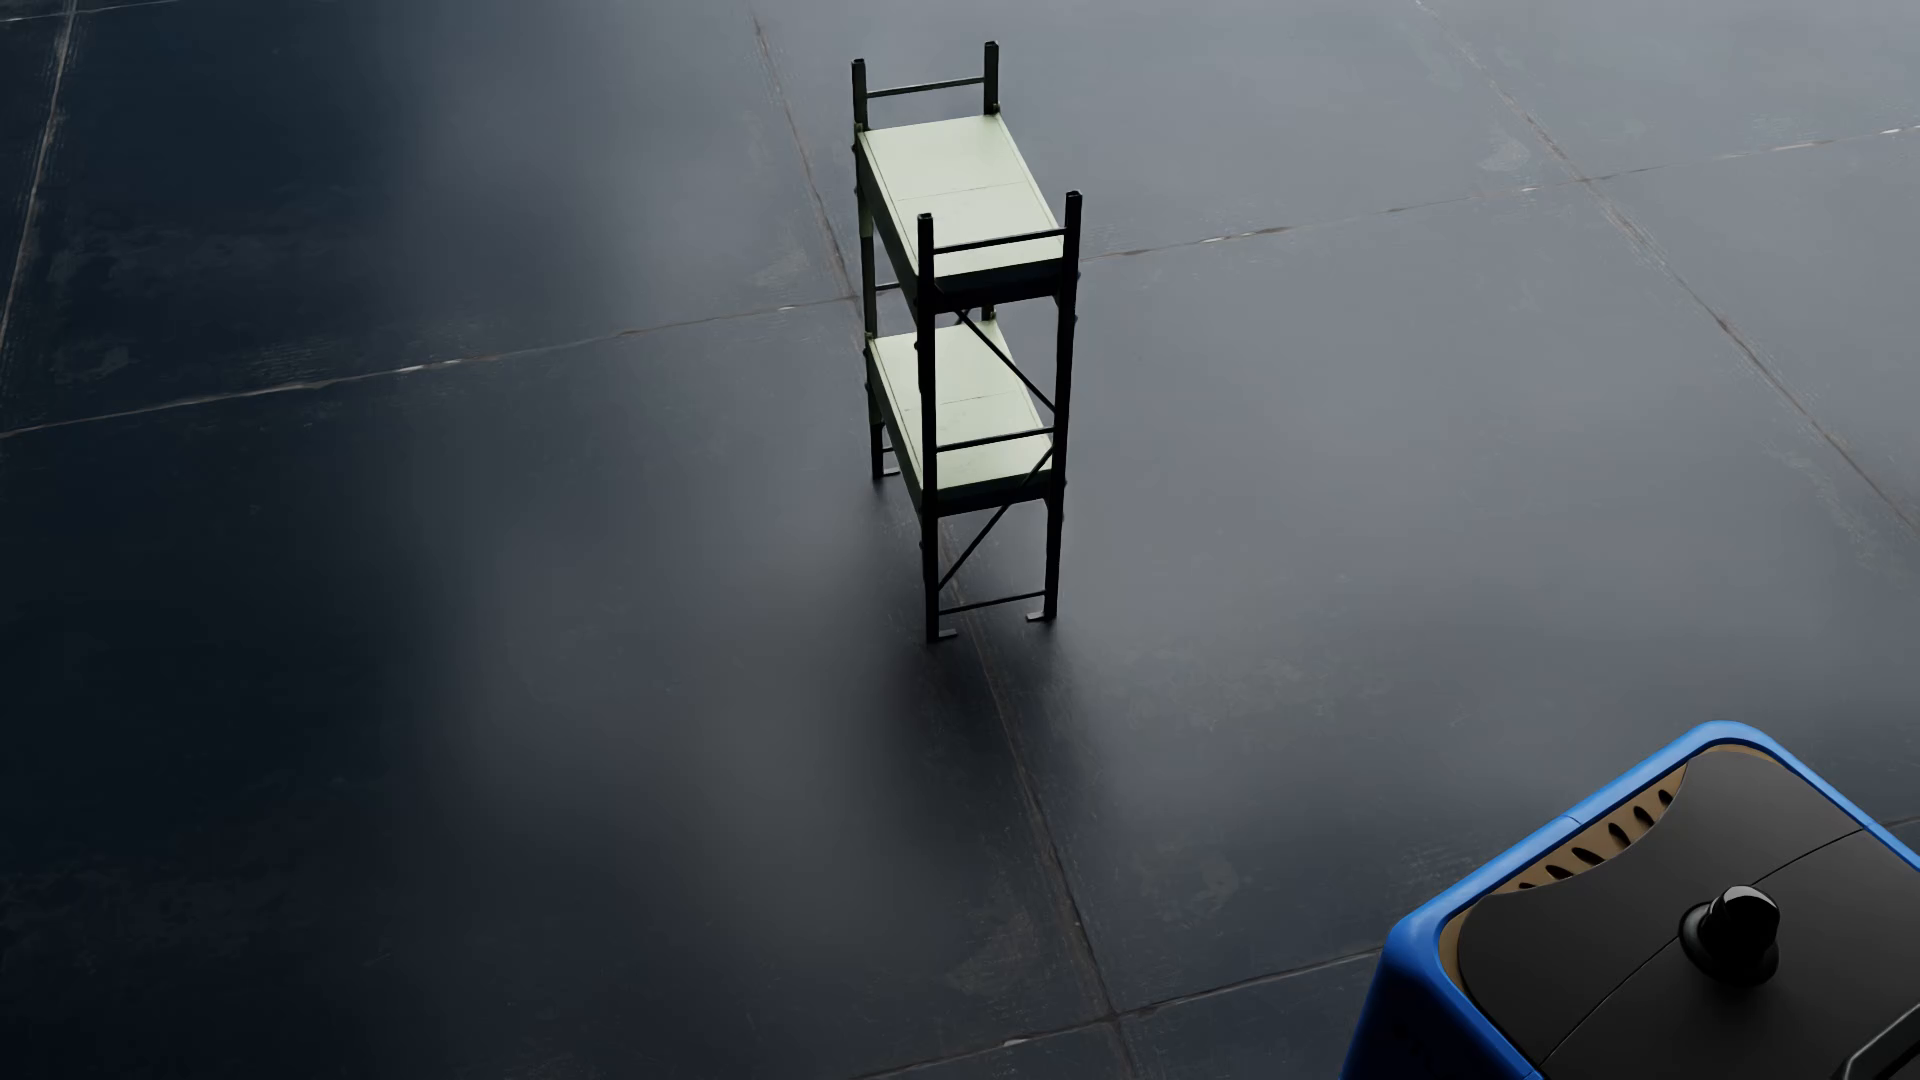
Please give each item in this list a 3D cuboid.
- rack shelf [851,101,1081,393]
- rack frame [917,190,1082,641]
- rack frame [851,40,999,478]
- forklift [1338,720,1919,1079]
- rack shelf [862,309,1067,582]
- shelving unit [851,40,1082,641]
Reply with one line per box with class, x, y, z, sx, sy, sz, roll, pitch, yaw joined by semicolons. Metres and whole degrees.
rack shelf;0.002;-0.793;4.431;0.431;0.370;0.720;-11;47;-10
rack frame;0.095;-0.268;4.462;0.400;1.500;0.023;-11;47;-10
rack frame;-0.092;-0.773;4.957;0.400;1.500;0.023;-11;47;-10
forklift;1.995;1.141;2.080;1.130;2.935;3.031;-25;51;-23
rack shelf;0.002;-0.292;4.943;0.431;0.370;0.720;-11;47;-10
shelving unit;0.002;-0.520;4.710;0.431;1.500;0.755;-11;47;-10
